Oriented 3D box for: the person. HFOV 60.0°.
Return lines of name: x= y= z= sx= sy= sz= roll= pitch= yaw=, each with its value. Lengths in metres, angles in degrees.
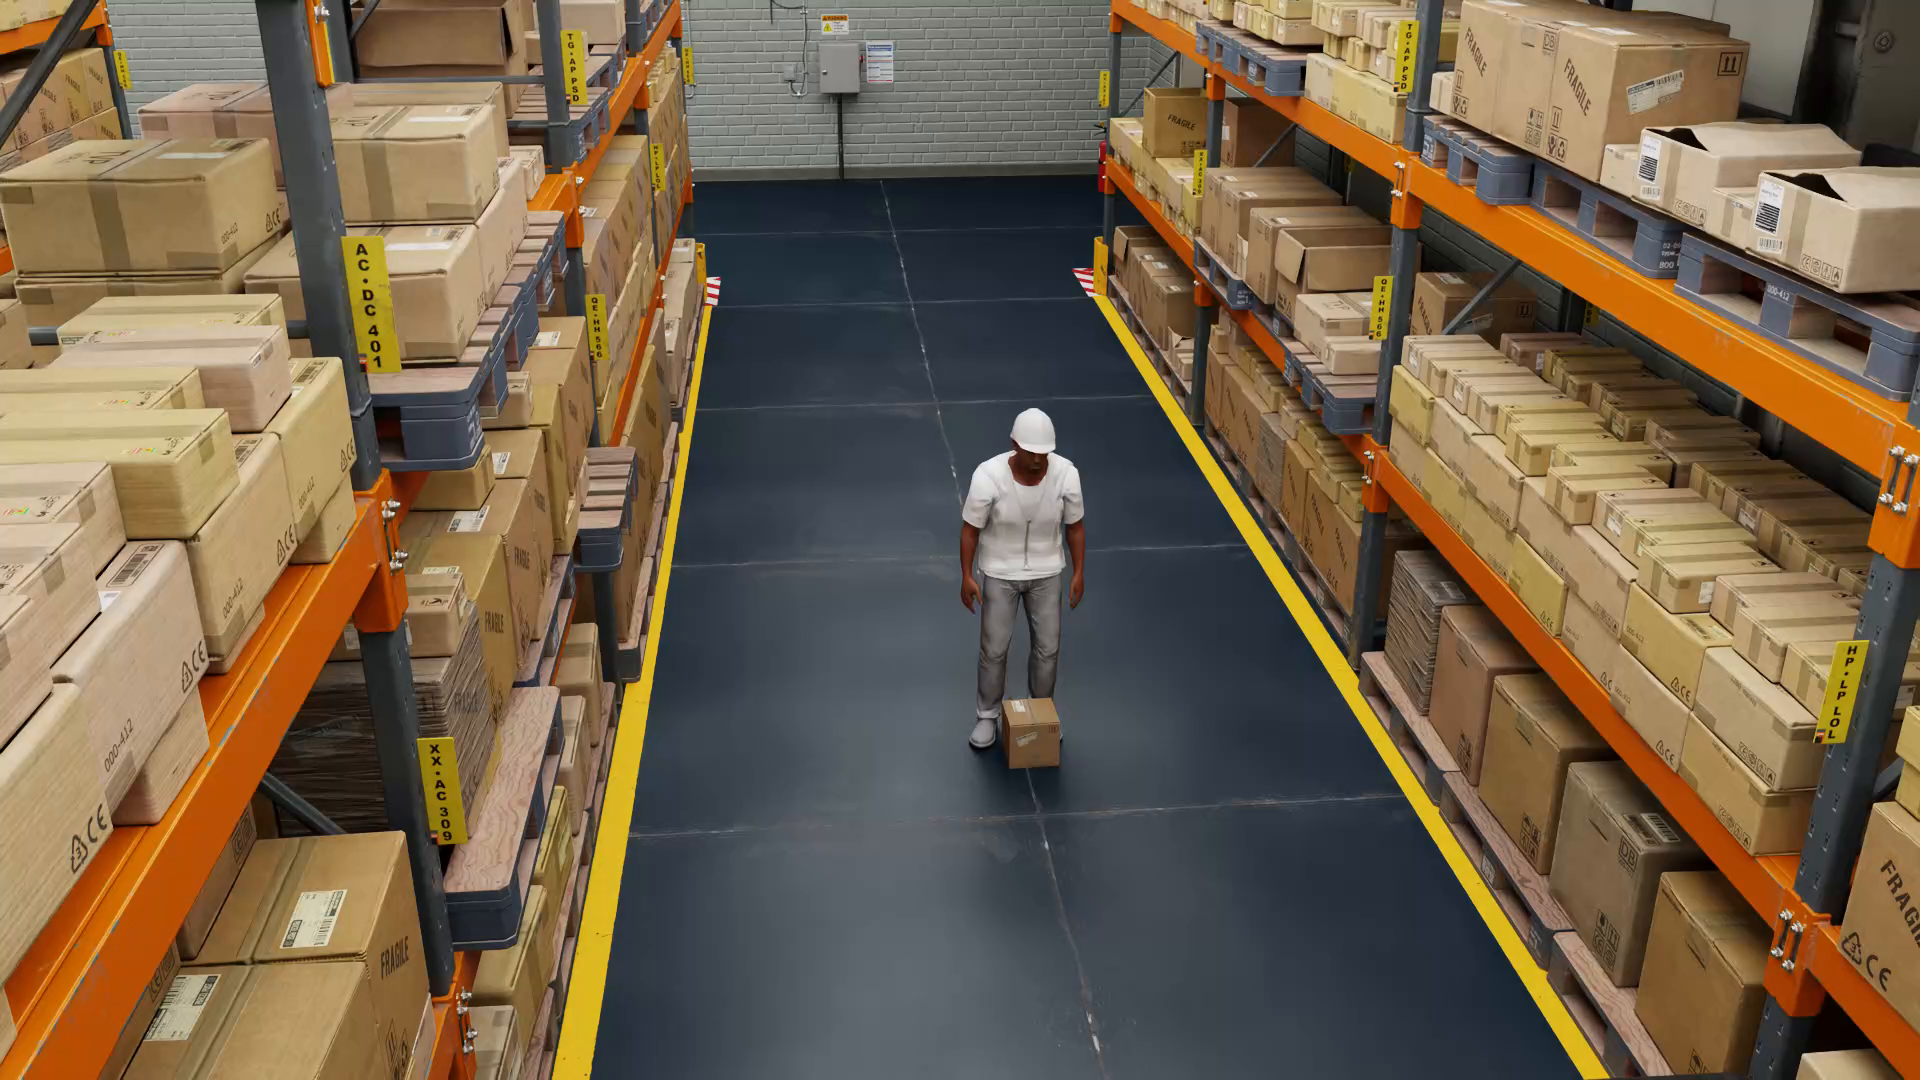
person: x=0.310 y=0.177 z=8.171 sx=0.628 sy=1.761 sz=0.457 roll=-3 pitch=24 yaw=-7
